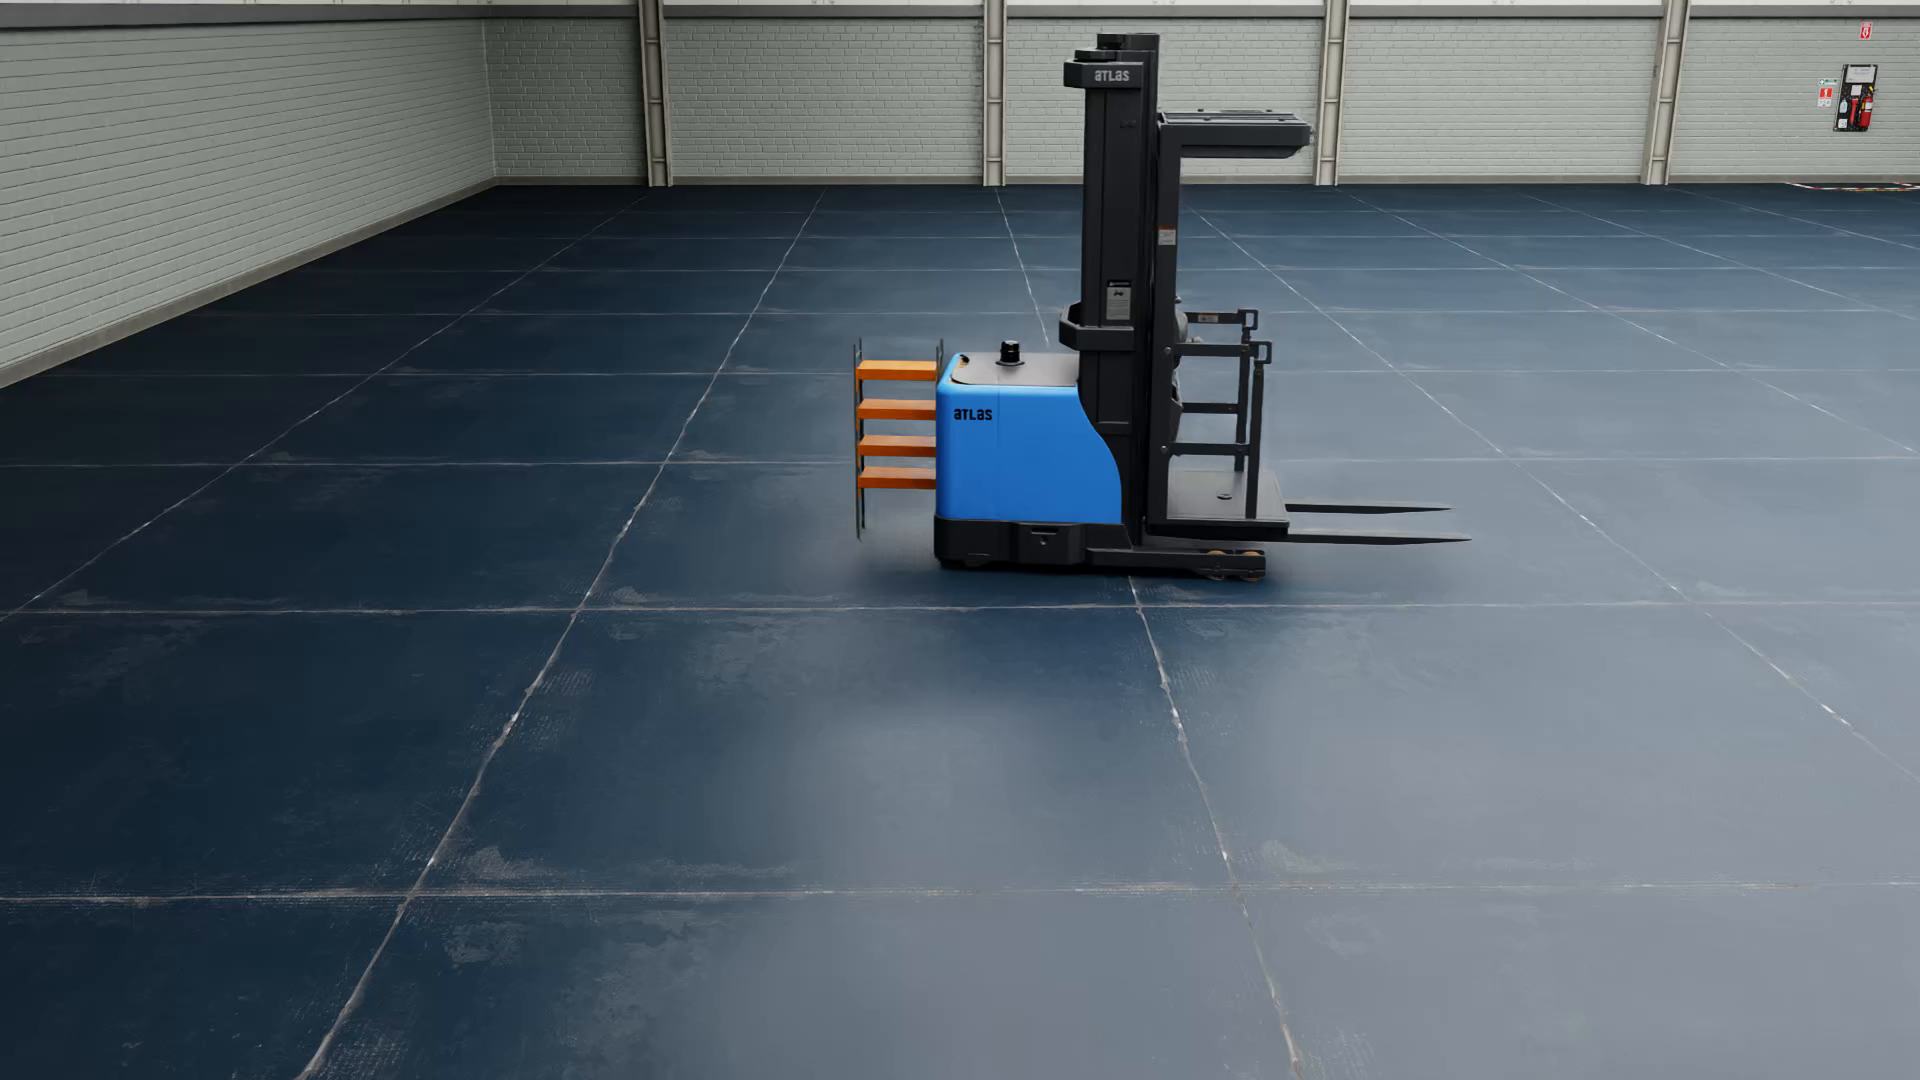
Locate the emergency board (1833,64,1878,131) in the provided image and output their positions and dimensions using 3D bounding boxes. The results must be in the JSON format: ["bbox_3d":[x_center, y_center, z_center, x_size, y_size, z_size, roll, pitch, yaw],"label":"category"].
[{"bbox_3d":[16.139,-7.932,29.865,0.643,1.169,0.194,0,18,-1],"label":"emergency board"}]

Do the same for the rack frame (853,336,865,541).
[{"bbox_3d":[-0.604,-0.603,9.963,0.015,1.200,0.240,2,18,5],"label":"rack frame"}]

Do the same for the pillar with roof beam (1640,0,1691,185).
[{"bbox_3d":[12.679,-9.445,24.760,0.400,9.000,9.100,0,18,-1],"label":"pillar with roof beam"}]

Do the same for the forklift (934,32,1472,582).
[{"bbox_3d":[1.400,-1.334,9.406,3.031,2.935,1.130,2,18,5],"label":"forklift"}]

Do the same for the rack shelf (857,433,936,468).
[{"bbox_3d":[-0.361,-0.532,9.962,0.480,0.148,0.258,2,18,5],"label":"rack shelf"}]

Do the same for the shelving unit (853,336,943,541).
[{"bbox_3d":[-0.361,-0.596,9.941,0.503,1.200,0.258,2,18,5],"label":"shelving unit"}]

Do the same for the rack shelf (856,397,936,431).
[{"bbox_3d":[-0.361,-0.745,9.893,0.480,0.148,0.258,2,18,5],"label":"rack shelf"}]

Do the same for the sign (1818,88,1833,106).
[{"bbox_3d":[15.585,-7.978,29.949,0.234,0.329,0.001,0,18,-1],"label":"sign"}]

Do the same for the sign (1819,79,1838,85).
[{"bbox_3d":[15.589,-8.228,29.860,0.331,0.109,0.001,0,18,-1],"label":"sign"}]

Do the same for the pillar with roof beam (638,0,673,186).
[{"bbox_3d":[-5.319,-9.359,24.490,0.400,9.000,9.100,0,18,-1],"label":"pillar with roof beam"}]

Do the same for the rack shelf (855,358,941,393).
[{"bbox_3d":[-0.361,-0.970,9.821,0.480,0.148,0.258,2,18,5],"label":"rack shelf"}]

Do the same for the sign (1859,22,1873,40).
[{"bbox_3d":[16.129,-9.067,29.605,0.199,0.298,0.001,0,18,-1],"label":"sign"}]

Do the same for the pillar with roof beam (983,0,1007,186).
[{"bbox_3d":[0.681,-9.388,24.580,0.400,9.000,9.100,0,18,-1],"label":"pillar with roof beam"}]

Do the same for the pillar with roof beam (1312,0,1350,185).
[{"bbox_3d":[6.680,-9.417,24.670,0.400,9.000,9.100,0,18,-1],"label":"pillar with roof beam"}]

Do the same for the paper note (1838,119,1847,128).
[{"bbox_3d":[15.961,-7.533,30.062,0.142,0.148,0.016,0,18,-1],"label":"paper note"}]

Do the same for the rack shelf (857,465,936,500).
[{"bbox_3d":[-0.361,-0.343,10.022,0.480,0.148,0.258,2,18,5],"label":"rack shelf"}]

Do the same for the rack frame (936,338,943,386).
[{"bbox_3d":[-0.118,-0.589,9.919,0.015,1.200,0.240,2,18,5],"label":"rack frame"}]
